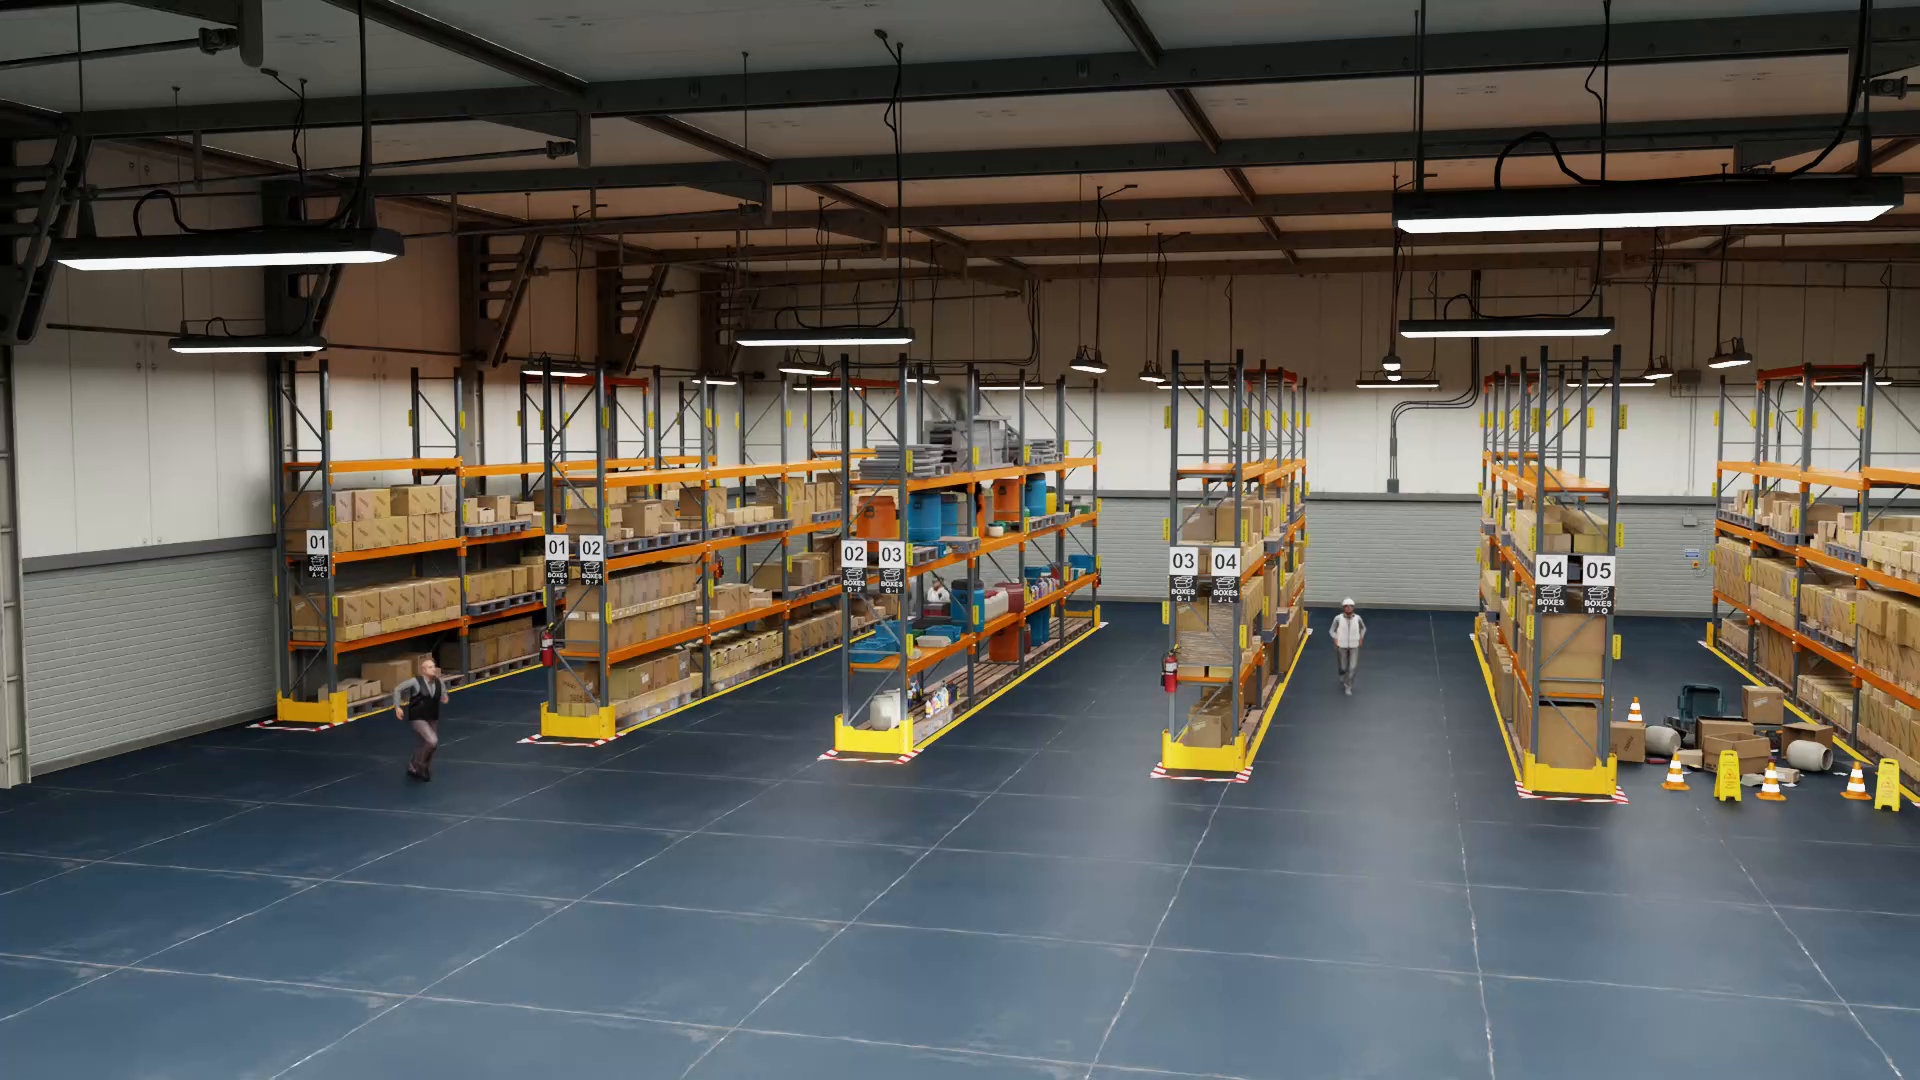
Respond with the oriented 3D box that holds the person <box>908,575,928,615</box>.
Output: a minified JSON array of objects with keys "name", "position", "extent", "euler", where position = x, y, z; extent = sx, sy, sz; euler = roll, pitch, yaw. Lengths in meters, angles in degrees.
[{"name":"person","position":[-1.139,1.097,42.741],"extent":[0.600,1.658,0.615],"euler":[2,4,22]}]

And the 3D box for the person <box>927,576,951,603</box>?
[{"name":"person","position":[-0.481,1.600,35.072],"extent":[0.645,1.723,0.608],"euler":[2,5,24]}]

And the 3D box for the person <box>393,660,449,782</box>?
[{"name":"person","position":[-7.377,2.491,22.917],"extent":[0.792,1.682,0.687],"euler":[3,5,36]}]

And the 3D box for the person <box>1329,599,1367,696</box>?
[{"name":"person","position":[7.138,1.950,30.588],"extent":[0.672,1.754,0.712],"euler":[1,4,8]}]
